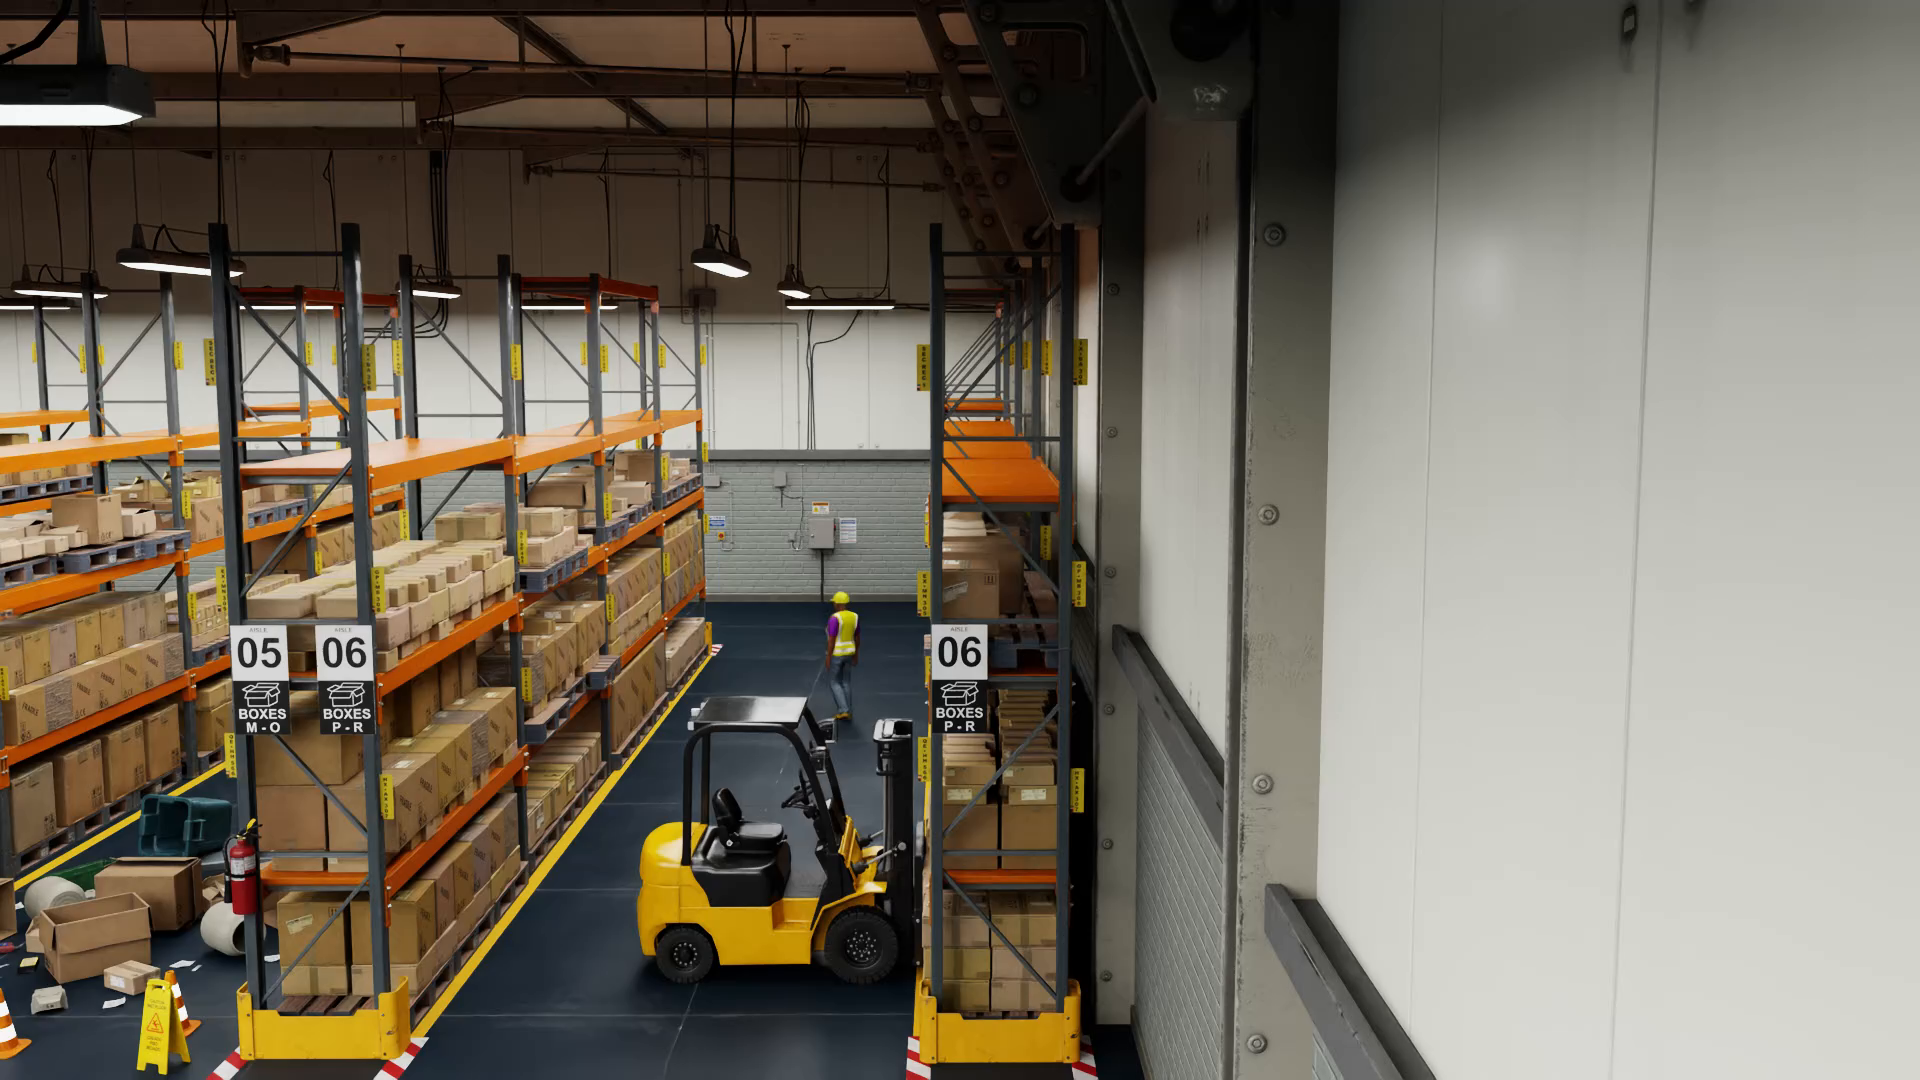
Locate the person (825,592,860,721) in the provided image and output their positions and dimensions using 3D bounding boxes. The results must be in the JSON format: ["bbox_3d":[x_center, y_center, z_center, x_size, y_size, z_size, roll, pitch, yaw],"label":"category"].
[{"bbox_3d":[-1.632,1.627,23.072,0.623,1.819,0.429,-7,9,-44],"label":"person"}]

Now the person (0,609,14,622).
[{"bbox_3d":[-12.817,1.704,22.442,0.643,1.663,1.078,0,7,-2],"label":"person"}]
